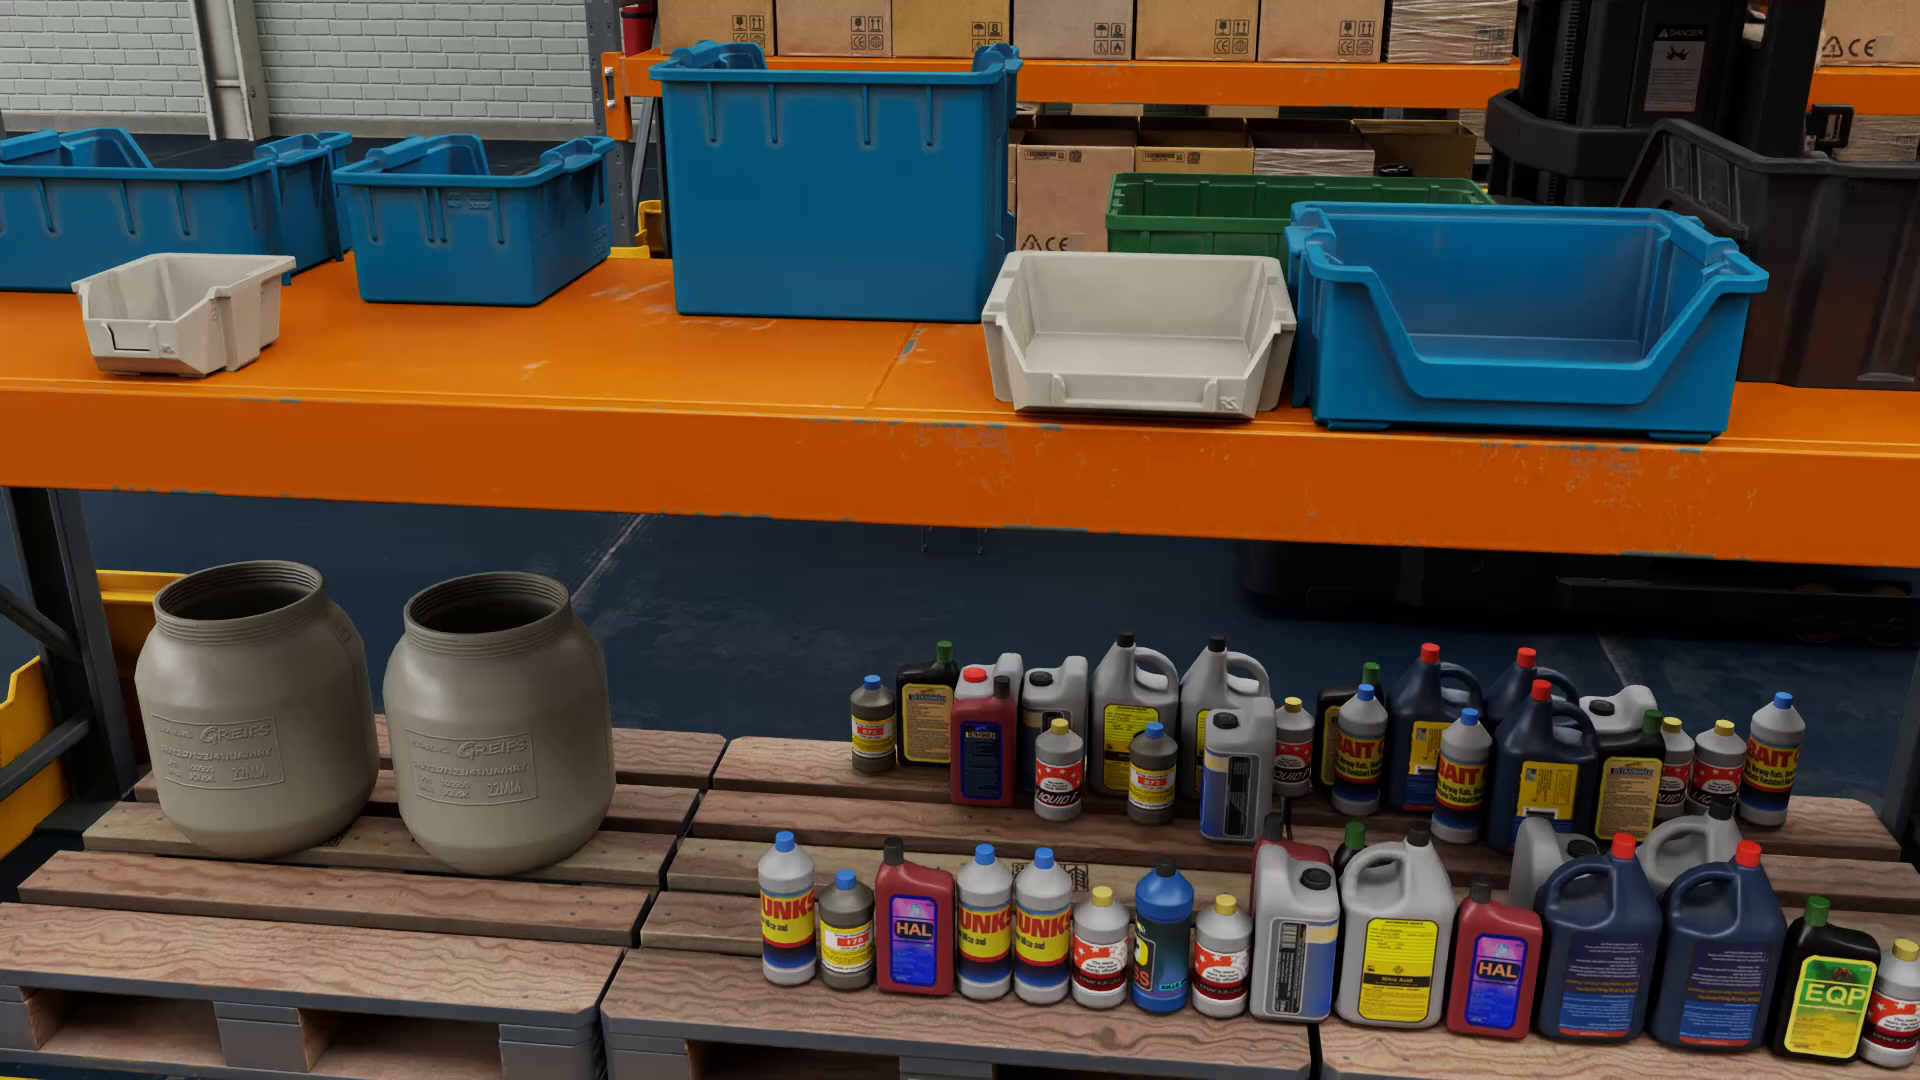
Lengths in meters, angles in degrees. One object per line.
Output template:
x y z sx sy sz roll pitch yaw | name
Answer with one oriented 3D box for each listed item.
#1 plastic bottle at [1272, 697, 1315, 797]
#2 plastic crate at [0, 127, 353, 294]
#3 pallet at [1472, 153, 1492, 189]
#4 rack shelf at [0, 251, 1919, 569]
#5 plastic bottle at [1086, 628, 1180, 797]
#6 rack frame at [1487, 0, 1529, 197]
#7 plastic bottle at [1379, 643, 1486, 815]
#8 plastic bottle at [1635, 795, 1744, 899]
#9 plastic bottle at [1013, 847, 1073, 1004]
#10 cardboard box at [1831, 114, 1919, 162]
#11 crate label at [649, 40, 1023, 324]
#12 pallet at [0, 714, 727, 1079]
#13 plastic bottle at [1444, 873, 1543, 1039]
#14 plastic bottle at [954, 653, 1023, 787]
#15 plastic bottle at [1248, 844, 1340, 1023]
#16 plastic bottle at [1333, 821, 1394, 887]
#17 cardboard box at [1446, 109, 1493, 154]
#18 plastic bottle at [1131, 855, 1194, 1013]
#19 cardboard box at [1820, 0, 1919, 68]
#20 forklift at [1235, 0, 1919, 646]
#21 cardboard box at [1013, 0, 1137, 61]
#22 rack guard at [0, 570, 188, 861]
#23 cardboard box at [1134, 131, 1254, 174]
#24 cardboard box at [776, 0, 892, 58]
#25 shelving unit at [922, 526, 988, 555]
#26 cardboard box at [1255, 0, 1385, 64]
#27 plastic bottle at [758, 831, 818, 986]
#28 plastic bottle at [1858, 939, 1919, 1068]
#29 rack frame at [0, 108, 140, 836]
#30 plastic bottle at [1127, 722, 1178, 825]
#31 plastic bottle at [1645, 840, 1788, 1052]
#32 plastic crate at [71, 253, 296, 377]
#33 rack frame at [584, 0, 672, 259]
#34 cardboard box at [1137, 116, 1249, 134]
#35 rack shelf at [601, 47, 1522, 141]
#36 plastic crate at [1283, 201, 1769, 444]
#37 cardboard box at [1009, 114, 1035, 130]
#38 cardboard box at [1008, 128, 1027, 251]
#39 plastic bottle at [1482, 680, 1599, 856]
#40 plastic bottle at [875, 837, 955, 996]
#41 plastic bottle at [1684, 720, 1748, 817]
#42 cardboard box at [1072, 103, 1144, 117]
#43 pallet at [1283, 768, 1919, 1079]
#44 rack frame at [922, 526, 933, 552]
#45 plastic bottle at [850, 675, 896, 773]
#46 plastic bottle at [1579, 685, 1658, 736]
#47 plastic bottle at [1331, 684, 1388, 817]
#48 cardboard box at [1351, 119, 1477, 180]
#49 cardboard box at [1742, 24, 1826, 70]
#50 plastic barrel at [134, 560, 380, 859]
0.691 0.427 3.487 0.097 0.201 0.097 0 22 0 | plastic bottle
-1.530 -0.645 3.195 0.616 0.251 0.499 2 22 6 | plastic crate
3.849 -2.741 12.086 1.213 0.211 1.003 2 22 6 | pallet
-0.076 -0.206 2.859 4.000 0.370 1.077 2 22 6 | rack shelf
0.363 0.352 3.474 0.185 0.351 0.144 3 22 9 | plastic bottle
2.497 -2.262 7.082 0.127 3.000 1.000 2 22 6 | rack frame
0.970 0.379 3.407 0.185 0.351 0.144 2 22 4 | plastic bottle
1.253 0.598 2.852 0.185 0.351 0.144 2 22 6 | plastic bottle
0.141 0.649 2.832 0.097 0.271 0.097 0 22 0 | plastic bottle
6.327 -2.952 11.629 0.500 0.500 0.700 3 22 7 | cardboard box
-0.203 -0.663 2.988 0.616 0.435 0.502 2 22 6 | crate label
-1.175 0.693 3.400 1.213 0.211 1.003 2 22 6 | pallet
0.879 0.682 2.731 0.133 0.283 0.061 4 22 10 | plastic bottle
0.060 0.375 3.517 0.135 0.276 0.152 3 22 7 | plastic bottle
0.564 0.655 2.810 0.135 0.276 0.152 3 22 7 | plastic bottle
0.712 0.621 2.885 0.133 0.283 0.061 2 22 6 | plastic bottle
3.809 -3.087 11.971 0.500 0.500 0.700 3 22 8 | cardboard box
0.342 0.657 2.810 0.097 0.271 0.097 0 22 0 | plastic bottle
3.780 -2.247 6.907 0.500 0.500 0.500 4 22 10 | cardboard box
2.384 -1.270 4.665 3.031 2.935 1.130 2 22 5 | forklift
0.524 -2.391 7.272 0.500 0.500 0.700 3 22 8 | cardboard box
-1.981 0.522 3.441 0.348 0.500 1.175 2 22 6 | rack guard
1.018 -1.514 7.338 0.500 0.500 0.500 2 22 6 | cardboard box
-0.491 -2.436 7.386 0.500 0.500 0.700 3 22 8 | cardboard box
-0.014 -0.559 5.221 0.189 1.200 0.258 2 22 6 | shelving unit
1.531 -2.346 7.158 0.500 0.500 0.700 2 22 6 | cardboard box
-0.298 0.629 2.881 0.097 0.271 0.097 0 22 0 | plastic bottle
1.513 0.741 2.694 0.097 0.201 0.097 0 22 0 | plastic bottle
-2.062 -0.627 2.946 0.127 3.000 1.000 2 22 6 | rack frame
0.392 0.468 3.385 0.097 0.201 0.097 0 22 0 | plastic bottle
1.236 0.651 2.719 0.185 0.351 0.144 2 22 5 | plastic bottle
-1.211 -0.348 2.599 0.250 0.136 0.298 2 22 6 | plastic crate
-1.476 -2.435 7.520 0.127 3.000 1.000 2 22 6 | rack frame
1.080 -1.705 7.822 0.500 0.500 0.500 2 22 6 | cardboard box
0.510 -2.014 7.433 4.000 0.370 1.077 2 22 6 | rack shelf
0.779 -0.334 2.406 0.616 0.251 0.499 2 22 6 | plastic crate
0.087 -1.748 7.931 0.500 0.500 0.500 2 22 6 | cardboard box
0.026 -1.558 7.451 0.500 0.500 0.500 2 22 6 | cardboard box
1.140 0.440 3.253 0.185 0.351 0.144 2 22 6 | plastic bottle
-0.076 0.640 2.837 0.133 0.283 0.061 3 22 7 | plastic bottle
1.544 0.465 3.393 0.097 0.201 0.097 0 22 0 | plastic bottle
1.069 -3.149 12.126 0.500 0.500 0.700 1 22 3 | cardboard box
1.248 0.799 3.133 1.213 0.211 1.003 2 22 6 | pallet
-0.105 -0.563 5.231 0.006 1.200 0.240 2 22 6 | rack frame
-0.187 0.389 3.583 0.097 0.201 0.097 0 22 0 | plastic bottle
1.321 0.430 3.378 0.135 0.276 0.152 3 22 8 | plastic bottle
0.819 0.423 3.403 0.097 0.271 0.097 0 22 0 | plastic bottle
2.073 -1.662 7.713 0.500 0.500 0.500 2 22 6 | cardboard box
3.352 -2.033 6.843 0.250 0.149 0.380 2 22 6 | cardboard box
-1.400 0.335 3.325 0.421 0.512 0.421 0 22 0 | plastic barrel
